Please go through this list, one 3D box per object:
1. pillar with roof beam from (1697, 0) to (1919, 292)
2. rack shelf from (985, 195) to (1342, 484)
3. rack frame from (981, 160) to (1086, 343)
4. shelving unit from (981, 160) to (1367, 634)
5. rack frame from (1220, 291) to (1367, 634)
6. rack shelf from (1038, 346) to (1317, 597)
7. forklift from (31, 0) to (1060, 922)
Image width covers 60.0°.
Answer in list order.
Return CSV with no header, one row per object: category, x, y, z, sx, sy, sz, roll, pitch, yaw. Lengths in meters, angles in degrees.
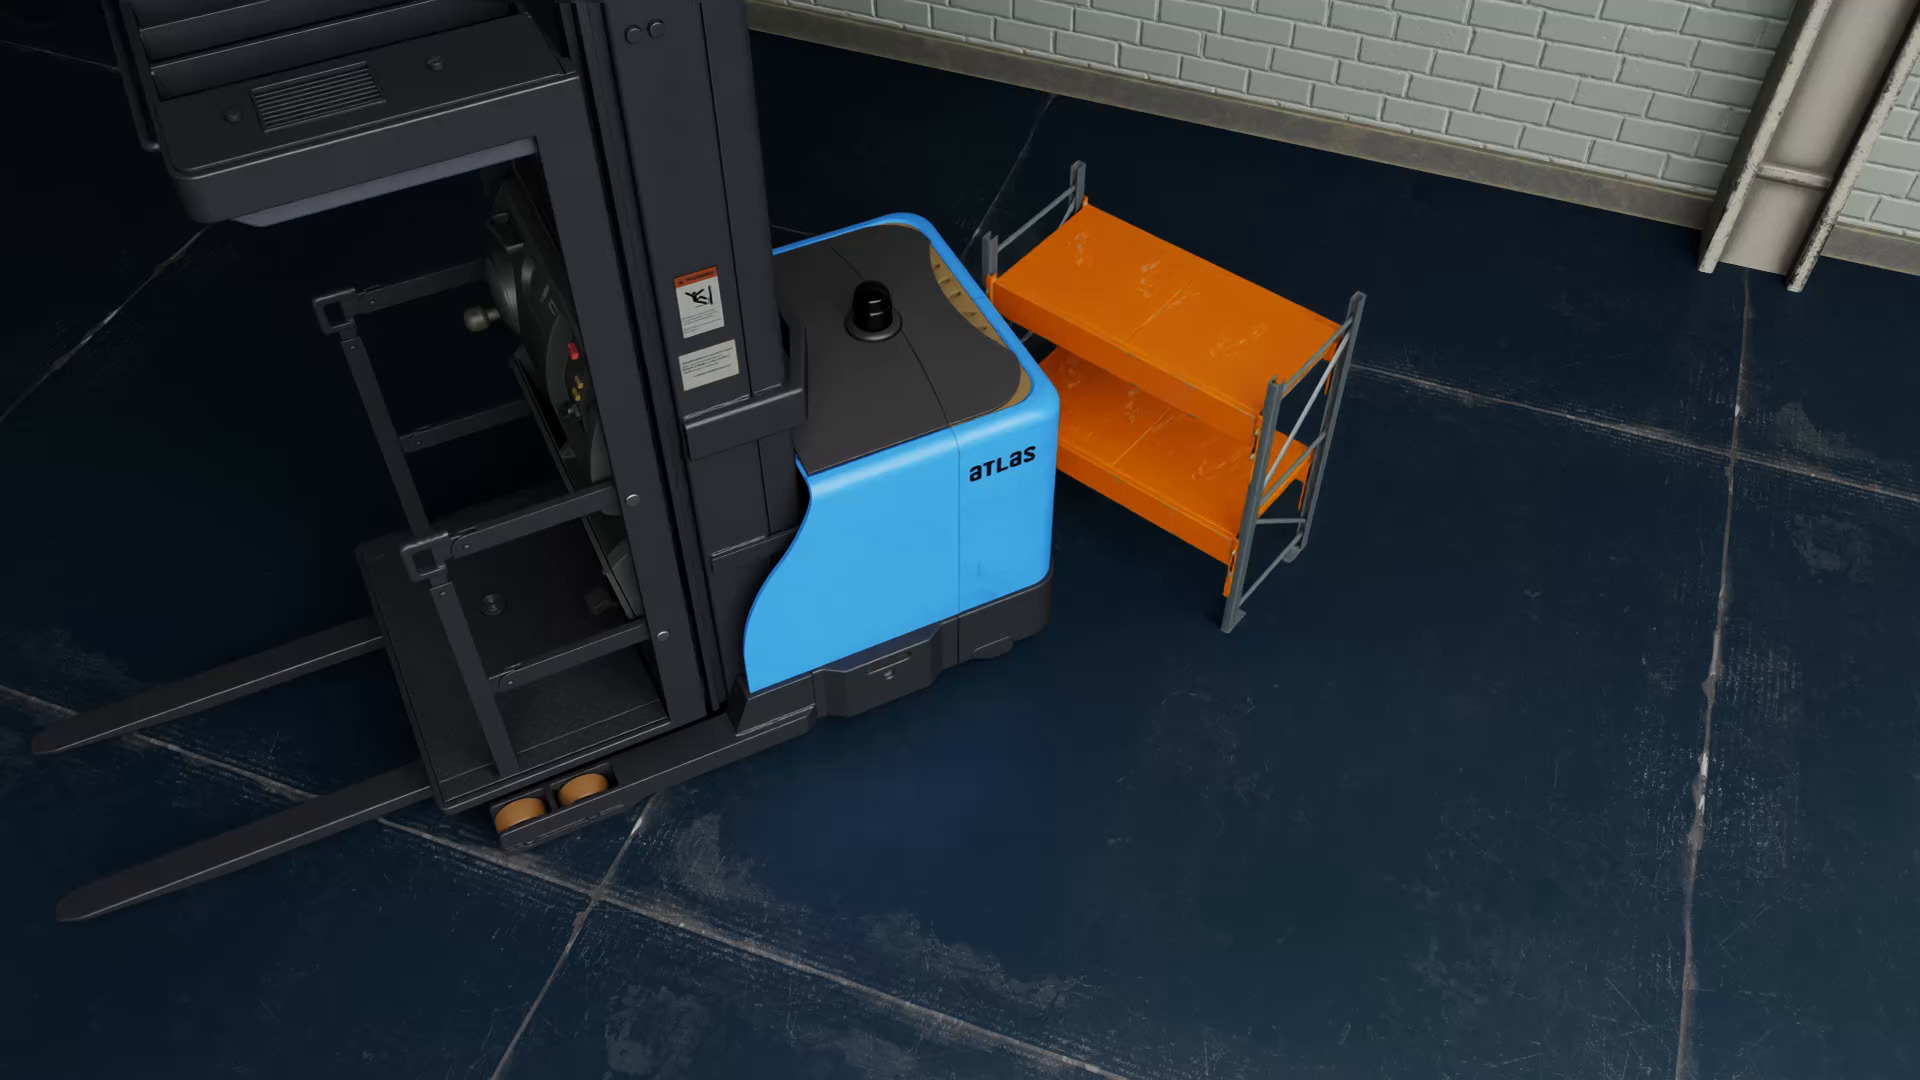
pillar with roof beam,1.714,-1.038,0.695,0.400,9.000,9.100,16,51,13
rack shelf,0.631,-0.644,5.176,1.000,0.278,0.538,31,56,24
rack frame,0.235,-0.692,5.606,0.032,1.125,0.500,31,56,24
shelving unit,0.631,-0.452,5.397,1.048,1.125,0.538,31,56,24
rack frame,1.028,-0.212,5.189,0.032,1.125,0.500,31,56,24
rack shelf,0.631,-0.292,5.582,1.000,0.278,0.538,31,56,24
forklift,-1.256,-0.497,4.241,3.031,2.935,1.130,-20,52,-17
